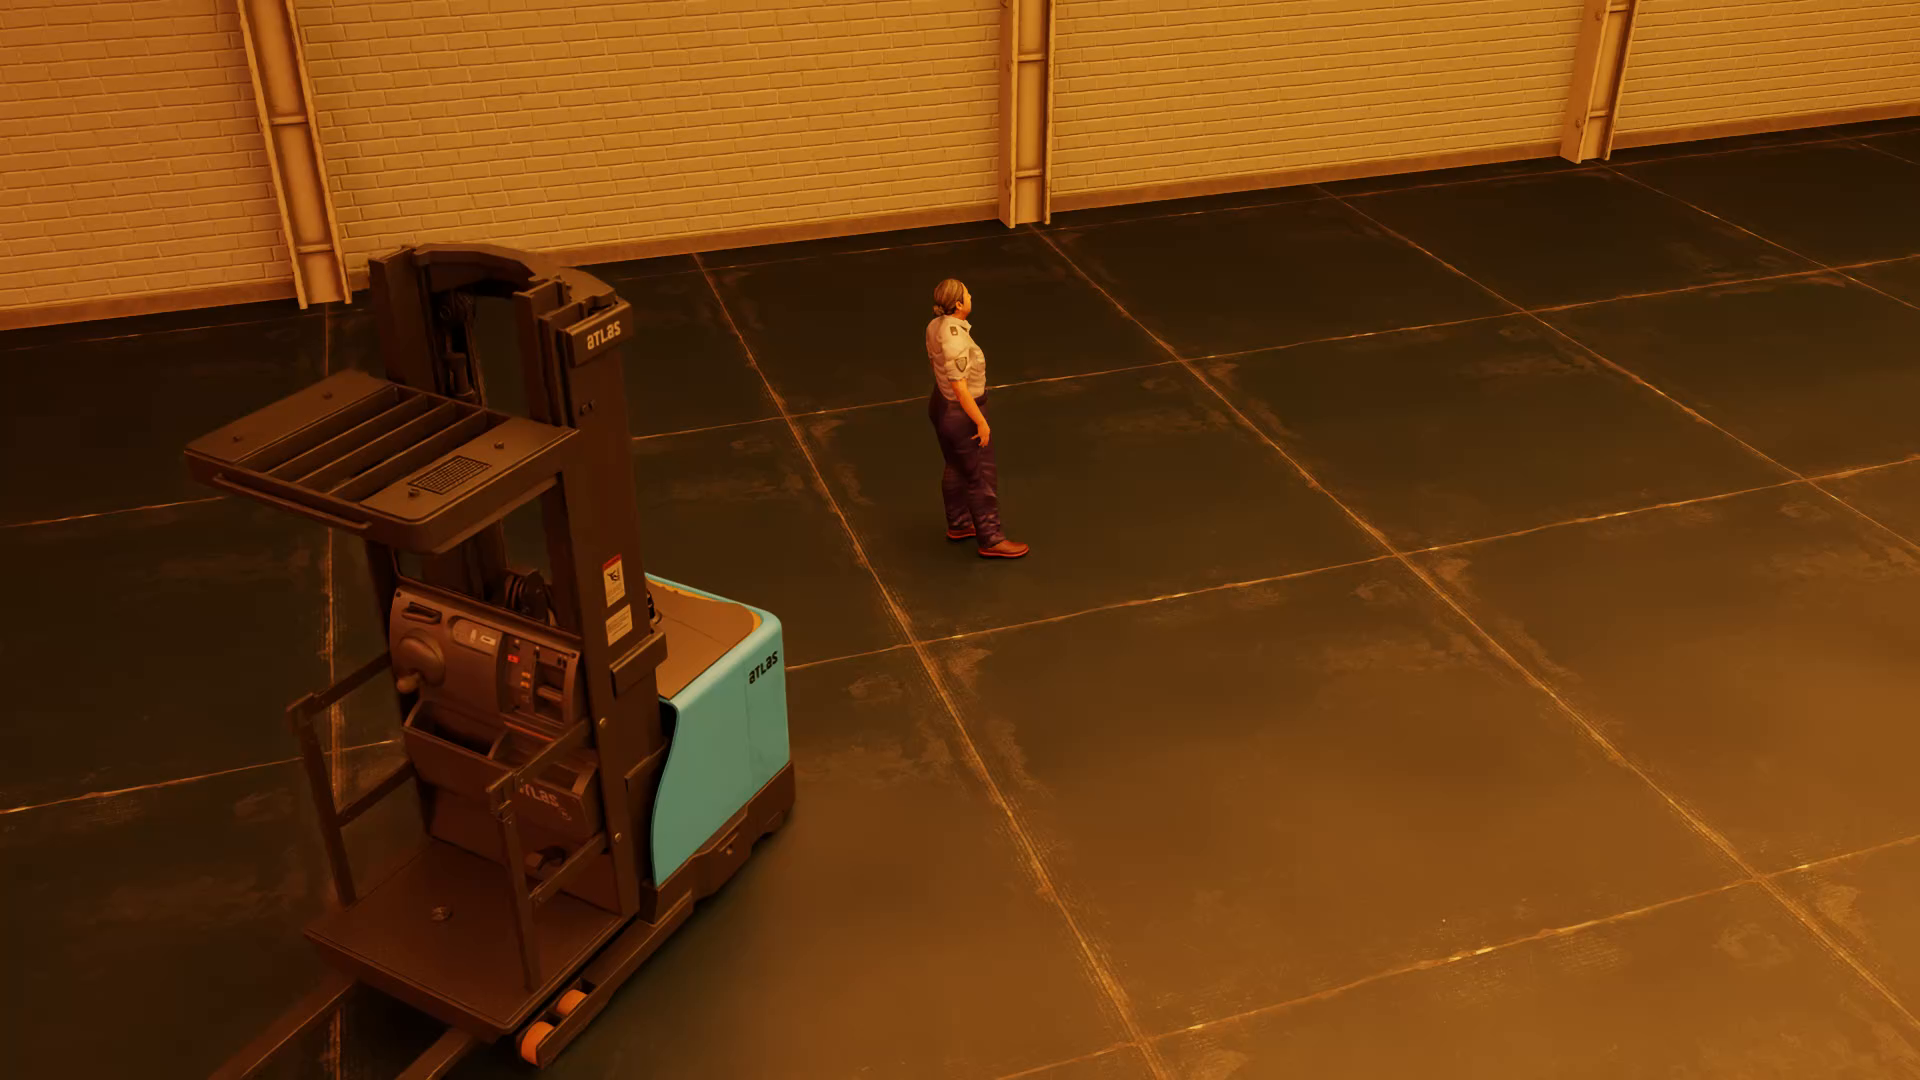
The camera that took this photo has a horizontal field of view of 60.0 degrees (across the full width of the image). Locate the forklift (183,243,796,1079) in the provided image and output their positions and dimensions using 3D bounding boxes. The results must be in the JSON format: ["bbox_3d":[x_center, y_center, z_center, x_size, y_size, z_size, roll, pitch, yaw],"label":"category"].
[{"bbox_3d":[-1.923,0.515,6.192,1.130,2.935,3.031,15,33,25],"label":"forklift"}]

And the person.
[{"bbox_3d":[0.093,-0.724,9.618,0.502,1.651,0.598,-10,31,-16],"label":"person"}]
